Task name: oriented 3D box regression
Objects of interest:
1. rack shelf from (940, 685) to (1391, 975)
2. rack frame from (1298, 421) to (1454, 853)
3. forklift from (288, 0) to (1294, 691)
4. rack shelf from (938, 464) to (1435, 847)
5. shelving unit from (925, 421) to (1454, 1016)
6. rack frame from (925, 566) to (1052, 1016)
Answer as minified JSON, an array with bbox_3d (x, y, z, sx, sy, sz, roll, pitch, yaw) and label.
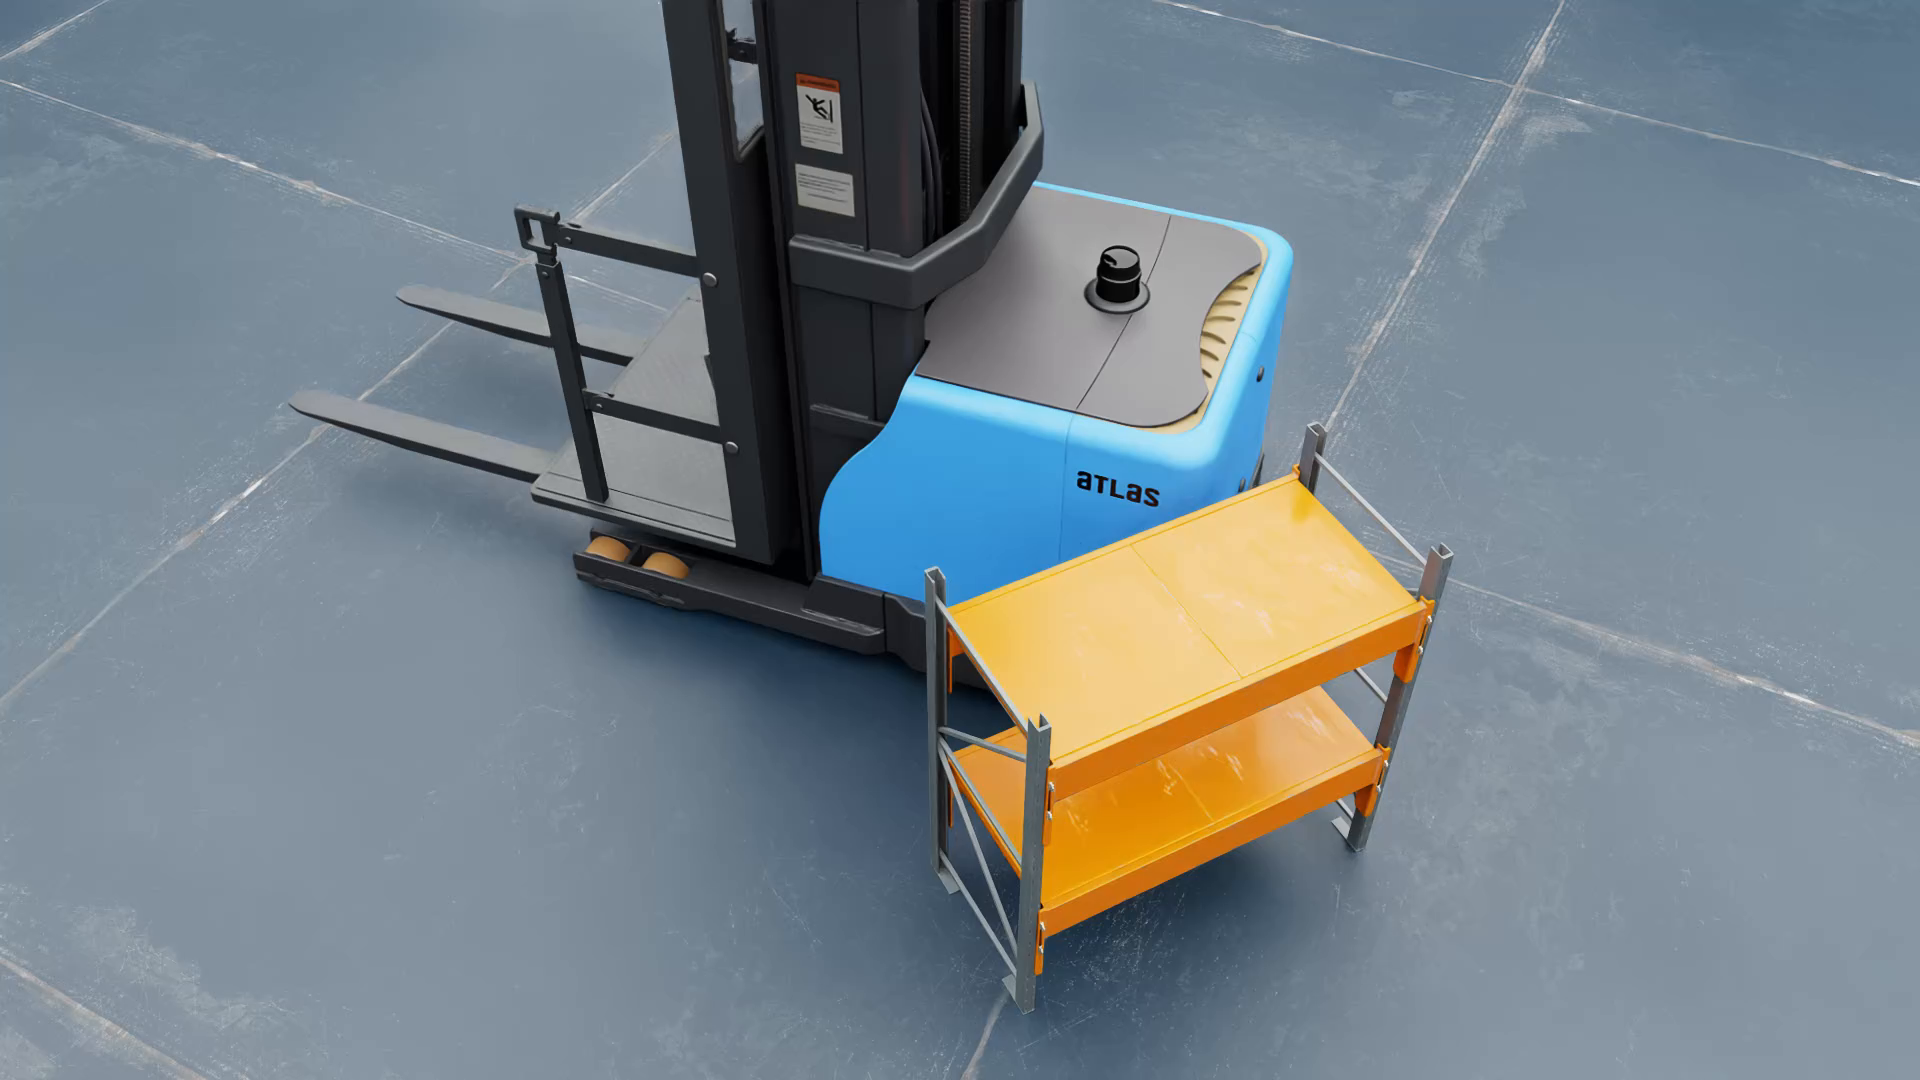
[{"bbox_3d":[0.502,0.616,4.194,1.000,0.278,0.538,-21,49,-19],"label":"rack shelf"},{"bbox_3d":[0.951,0.275,4.187,0.032,1.125,0.500,-21,49,-19],"label":"rack frame"},{"bbox_3d":[-0.639,-1.166,4.342,3.031,2.935,1.130,15,47,14],"label":"forklift"},{"bbox_3d":[0.502,0.238,3.812,1.000,0.278,0.538,-21,49,-19],"label":"rack shelf"},{"bbox_3d":[0.502,0.444,4.020,1.048,1.125,0.538,-21,49,-19],"label":"shelving unit"},{"bbox_3d":[0.053,0.613,3.853,0.032,1.125,0.500,-21,49,-19],"label":"rack frame"}]
